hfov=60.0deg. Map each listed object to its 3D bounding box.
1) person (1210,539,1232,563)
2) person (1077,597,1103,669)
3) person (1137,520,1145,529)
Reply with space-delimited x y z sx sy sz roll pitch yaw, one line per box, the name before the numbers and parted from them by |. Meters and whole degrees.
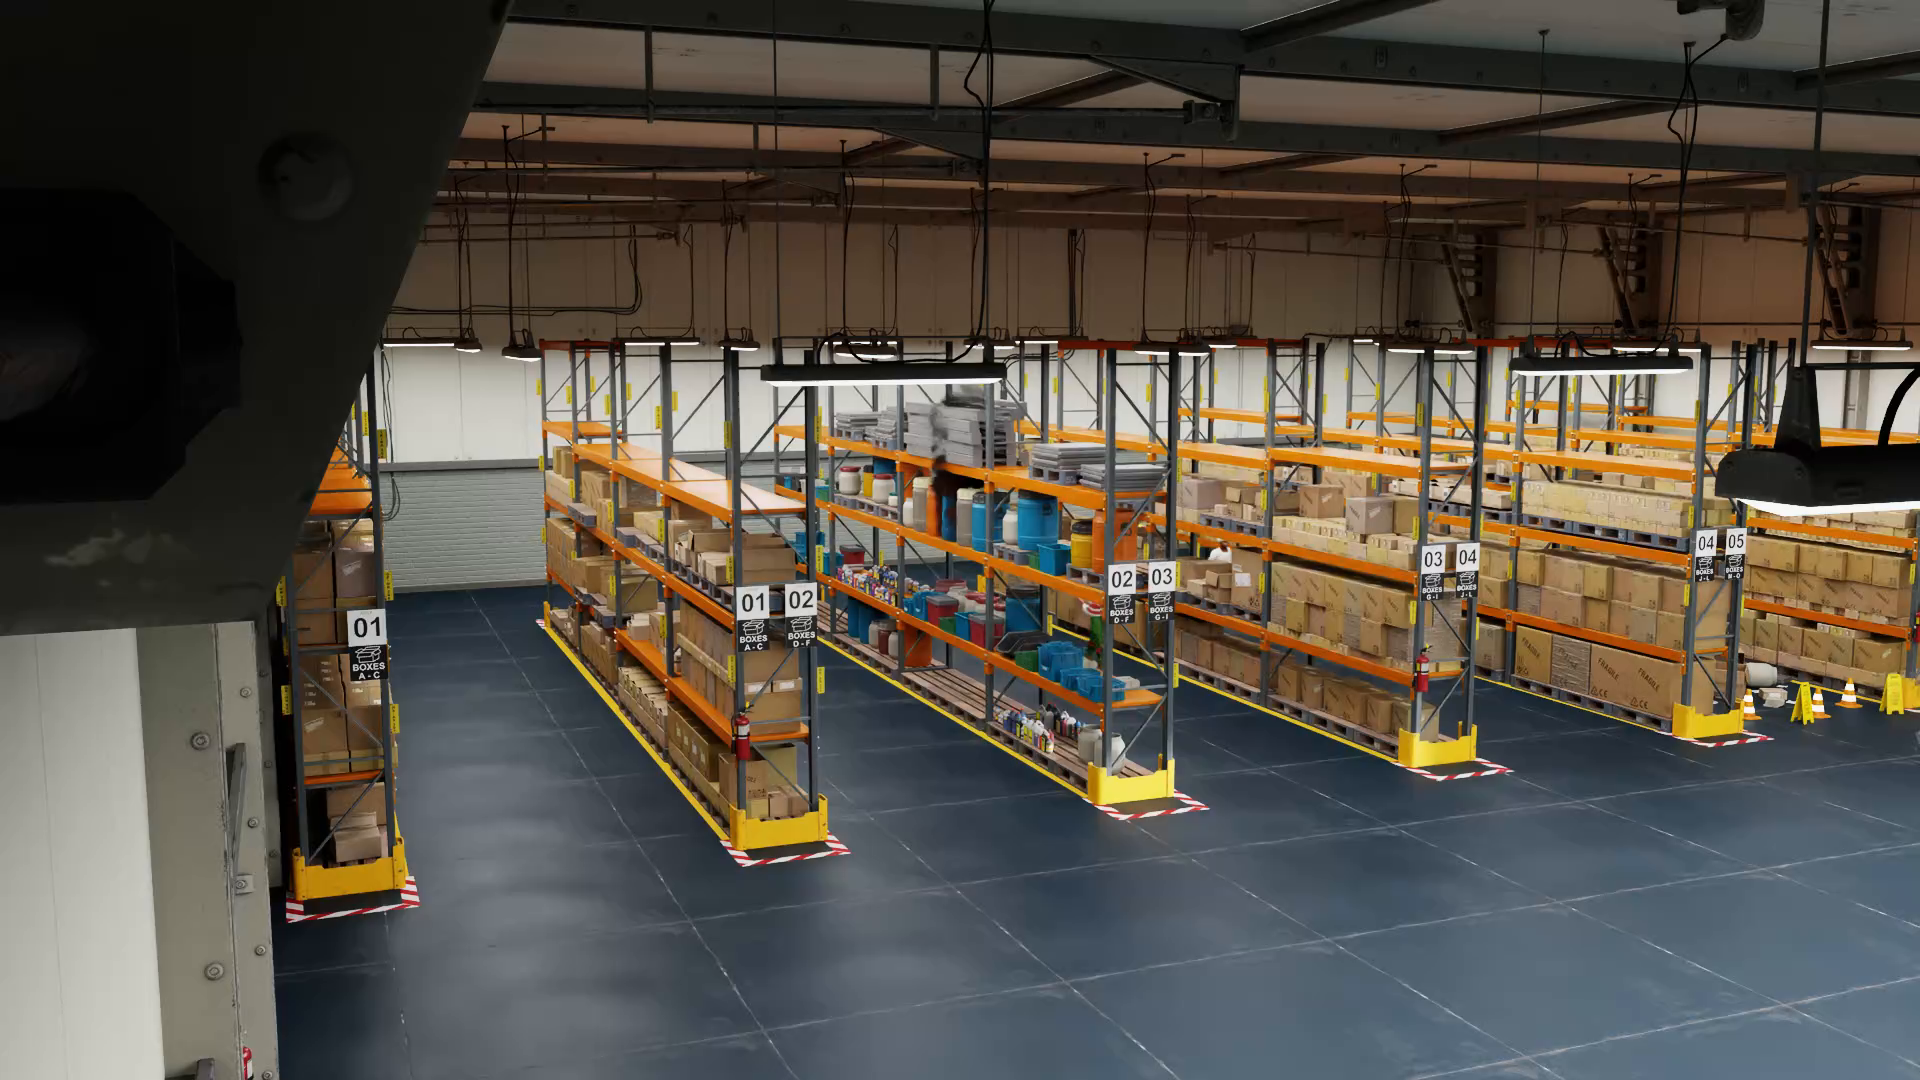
person | 5.637 0.808 35.763 0.689 1.837 0.810 -2 8 -18
person | 2.443 1.353 29.105 0.651 1.823 0.909 -4 9 -29
person | 4.198 0.139 41.172 0.563 1.682 0.773 -3 8 -21
